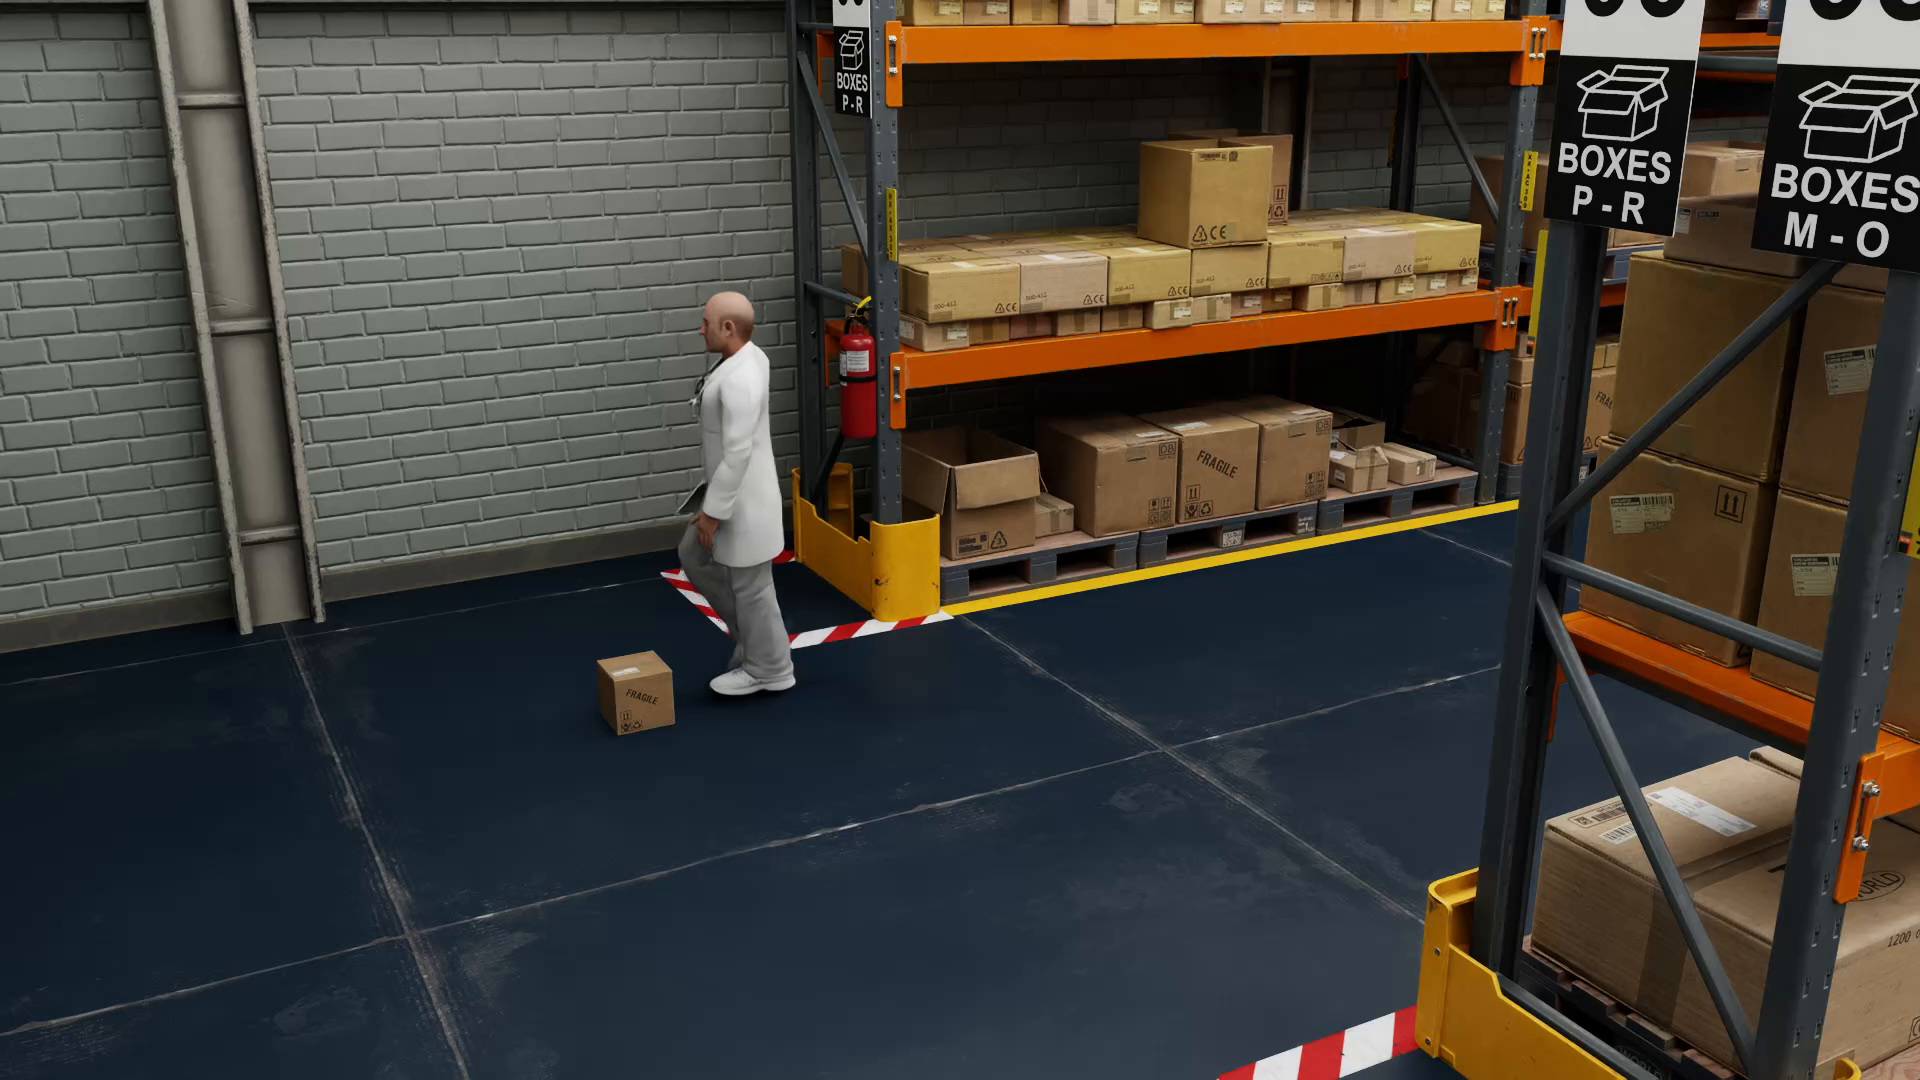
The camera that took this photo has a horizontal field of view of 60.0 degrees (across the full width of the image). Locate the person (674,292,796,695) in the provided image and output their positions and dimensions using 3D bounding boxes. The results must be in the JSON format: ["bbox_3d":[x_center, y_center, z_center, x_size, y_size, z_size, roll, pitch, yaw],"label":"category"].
[{"bbox_3d":[-0.965,-0.142,7.033,0.491,1.733,0.635,-3,18,-8],"label":"person"}]
